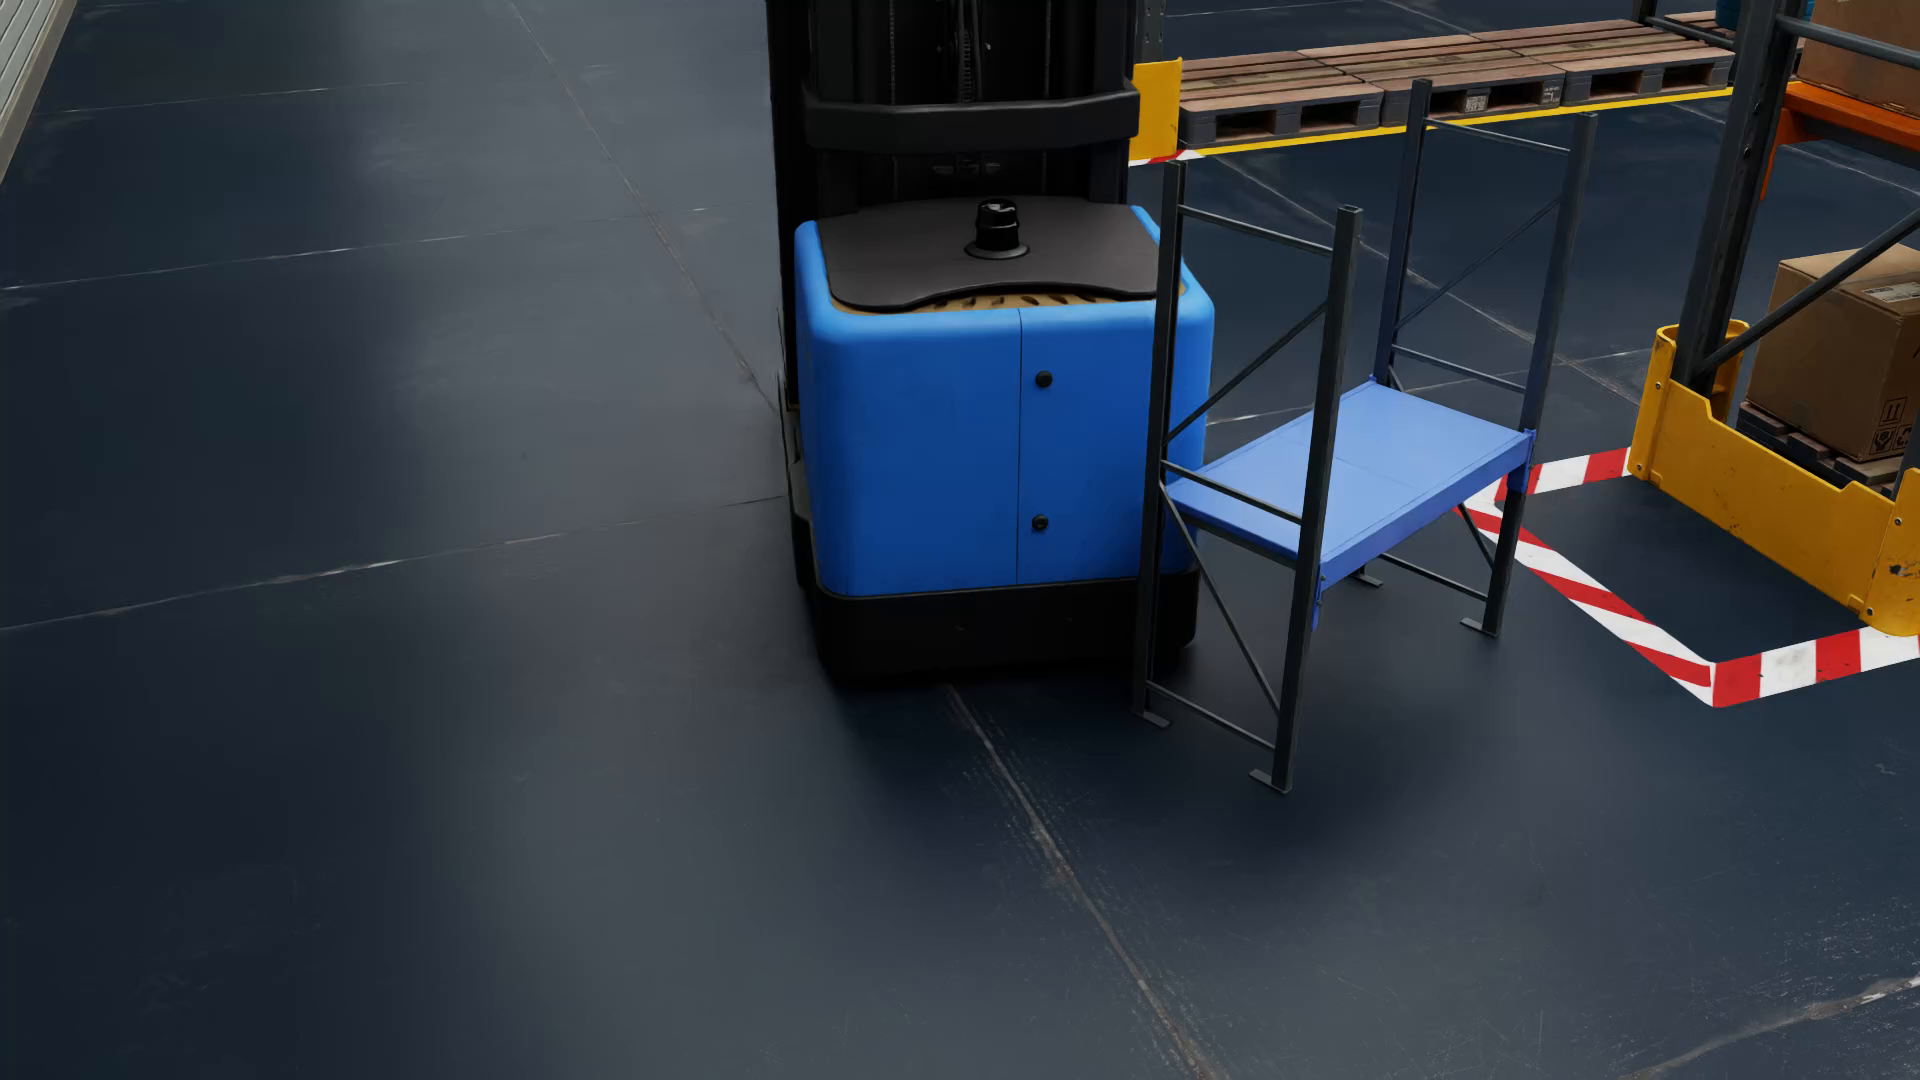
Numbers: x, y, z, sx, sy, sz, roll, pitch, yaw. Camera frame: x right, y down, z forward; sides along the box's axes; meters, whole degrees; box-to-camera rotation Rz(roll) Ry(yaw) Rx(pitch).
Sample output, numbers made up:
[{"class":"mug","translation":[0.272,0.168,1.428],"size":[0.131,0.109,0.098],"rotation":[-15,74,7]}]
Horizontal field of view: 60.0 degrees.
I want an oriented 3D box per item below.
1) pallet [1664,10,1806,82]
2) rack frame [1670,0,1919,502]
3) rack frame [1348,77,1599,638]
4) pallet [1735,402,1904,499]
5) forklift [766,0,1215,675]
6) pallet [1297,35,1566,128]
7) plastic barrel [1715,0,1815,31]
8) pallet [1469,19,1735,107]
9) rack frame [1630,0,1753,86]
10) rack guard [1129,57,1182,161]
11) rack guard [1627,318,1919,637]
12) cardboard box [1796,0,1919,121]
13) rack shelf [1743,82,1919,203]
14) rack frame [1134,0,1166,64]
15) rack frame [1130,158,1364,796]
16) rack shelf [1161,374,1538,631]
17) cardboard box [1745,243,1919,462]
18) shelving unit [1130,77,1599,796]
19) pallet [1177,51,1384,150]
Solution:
[{"class":"pallet","translation":[5.313,-3.196,10.646],"size":[1.213,0.211,1.003],"rotation":[-10,31,-18]},{"class":"rack frame","translation":[2.550,-1.304,4.509],"size":[0.127,3.000,1.000],"rotation":[-10,31,-18]},{"class":"rack frame","translation":[1.363,-0.463,4.548],"size":[0.032,1.500,0.500],"rotation":[-26,39,-38]},{"class":"pallet","translation":[3.368,-0.244,5.465],"size":[1.213,0.211,1.003],"rotation":[-10,31,-18]},{"class":"forklift","translation":[-0.058,-1.619,5.131],"size":[1.130,2.935,3.031],"rotation":[-4,30,-7]},{"class":"pallet","translation":[2.754,-2.724,9.819],"size":[1.213,0.211,1.003],"rotation":[-10,31,-18]},{"class":"plastic barrel","translation":[5.091,-3.650,10.322],"size":[0.708,0.901,0.600],"rotation":[-10,31,-18]},{"class":"pallet","translation":[3.899,-2.937,10.192],"size":[1.213,0.211,1.003],"rotation":[-10,31,-18]},{"class":"rack frame","translation":[4.575,-4.293,9.756],"size":[0.127,3.000,1.000],"rotation":[-10,31,-18]},{"class":"rack guard","translation":[0.808,-2.507,9.145],"size":[0.348,0.500,1.175],"rotation":[-10,31,-18]},{"class":"rack guard","translation":[2.621,-0.231,5.151],"size":[0.348,0.500,1.175],"rotation":[-10,31,-18]},{"class":"cardboard box","translation":[2.875,-1.551,4.841],"size":[0.500,0.500,0.500],"rotation":[-9,31,-16]},{"class":"rack shelf","translation":[4.424,-1.337,5.293],"size":[4.000,0.370,1.077],"rotation":[-10,31,-18]},{"class":"rack frame","translation":[0.826,-3.603,8.544],"size":[0.127,3.000,1.000],"rotation":[-10,31,-18]},{"class":"rack frame","translation":[0.641,-0.109,3.926],"size":[0.032,1.500,0.500],"rotation":[-26,39,-38]},{"class":"rack shelf","translation":[1.002,-0.130,4.326],"size":[1.000,0.185,0.538],"rotation":[-26,39,-38]},{"class":"cardboard box","translation":[2.973,-0.617,5.384],"size":[0.500,0.500,0.500],"rotation":[-10,31,-18]},{"class":"shelving unit","translation":[1.002,-0.286,4.237],"size":[1.048,1.500,0.538],"rotation":[-26,39,-38]},{"class":"pallet","translation":[1.612,-2.516,9.452],"size":[1.213,0.211,1.003],"rotation":[-10,31,-18]}]
